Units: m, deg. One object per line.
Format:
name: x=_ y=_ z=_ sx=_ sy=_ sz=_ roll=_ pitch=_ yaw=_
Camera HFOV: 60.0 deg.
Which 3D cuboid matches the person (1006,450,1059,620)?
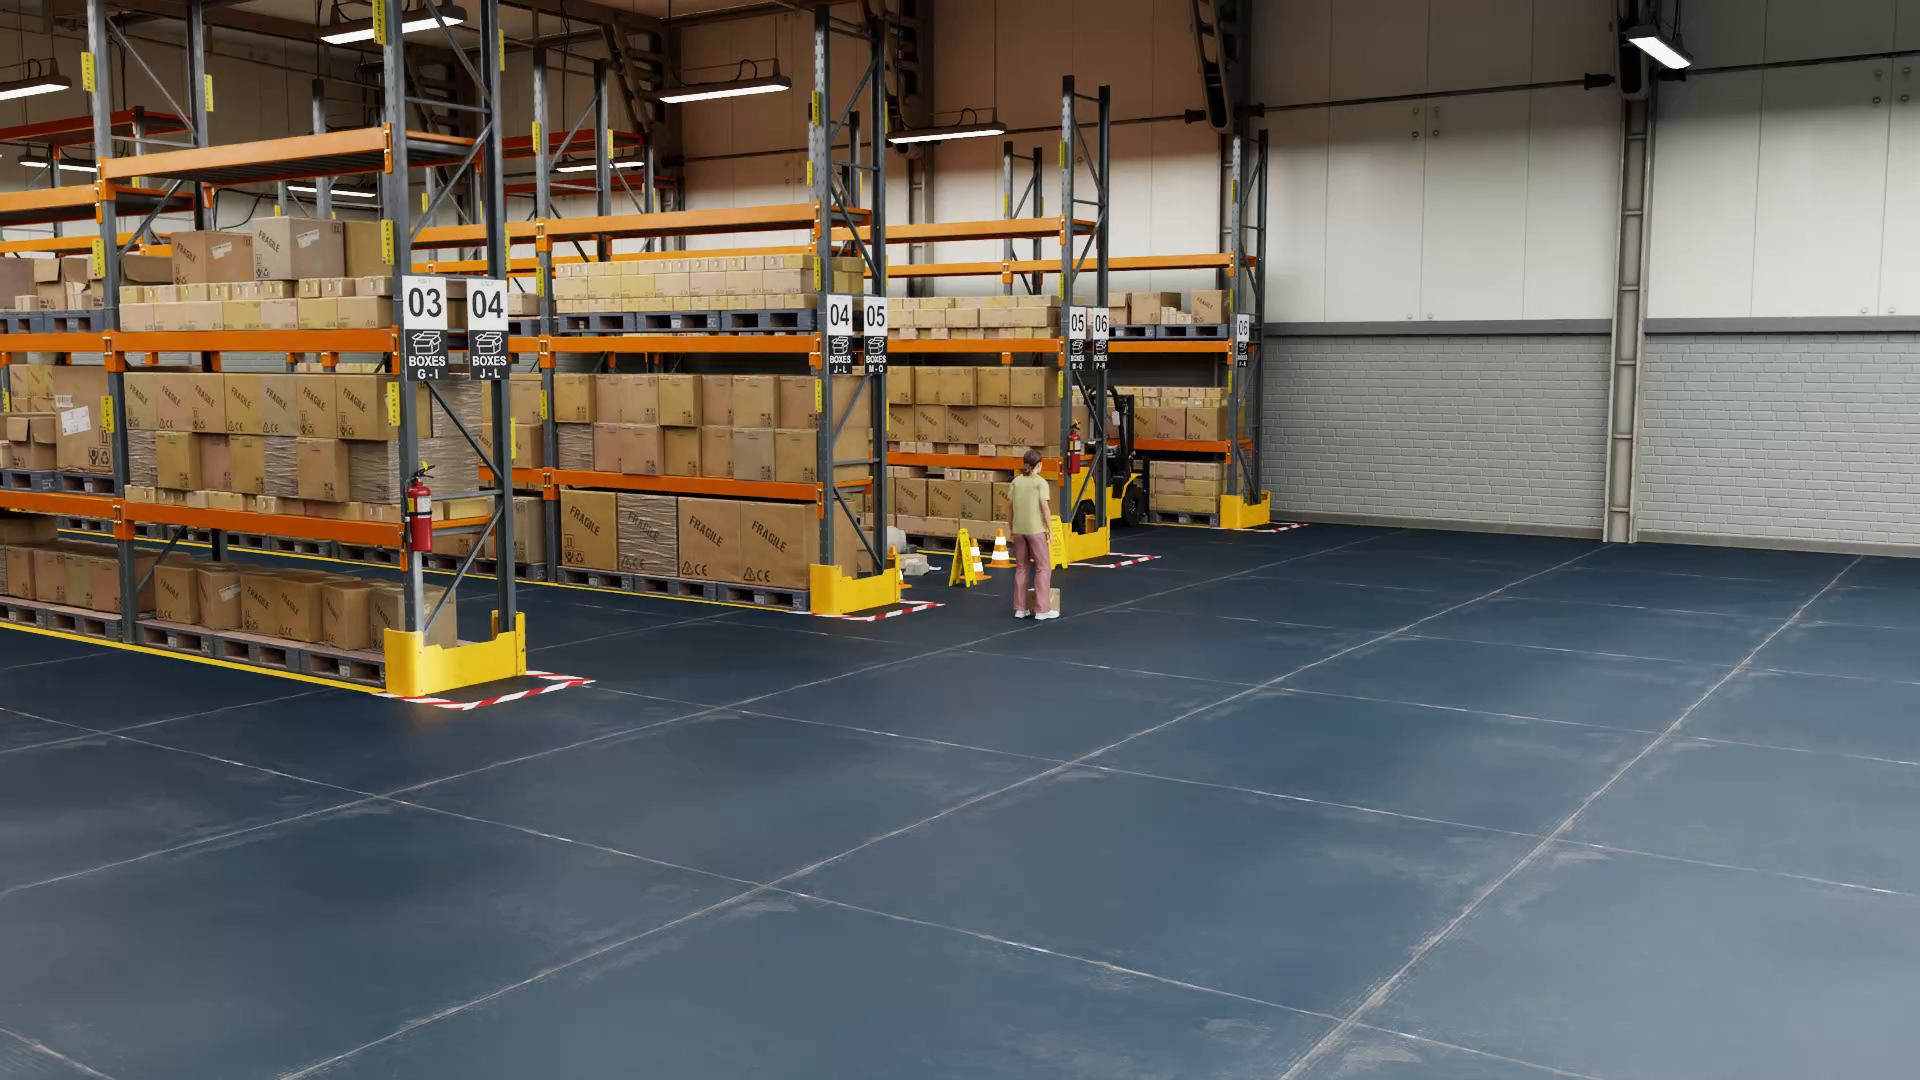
person: x=0.708 y=-0.046 z=16.503 sx=0.497 sy=1.646 sz=0.360 roll=4 pitch=8 yaw=33
